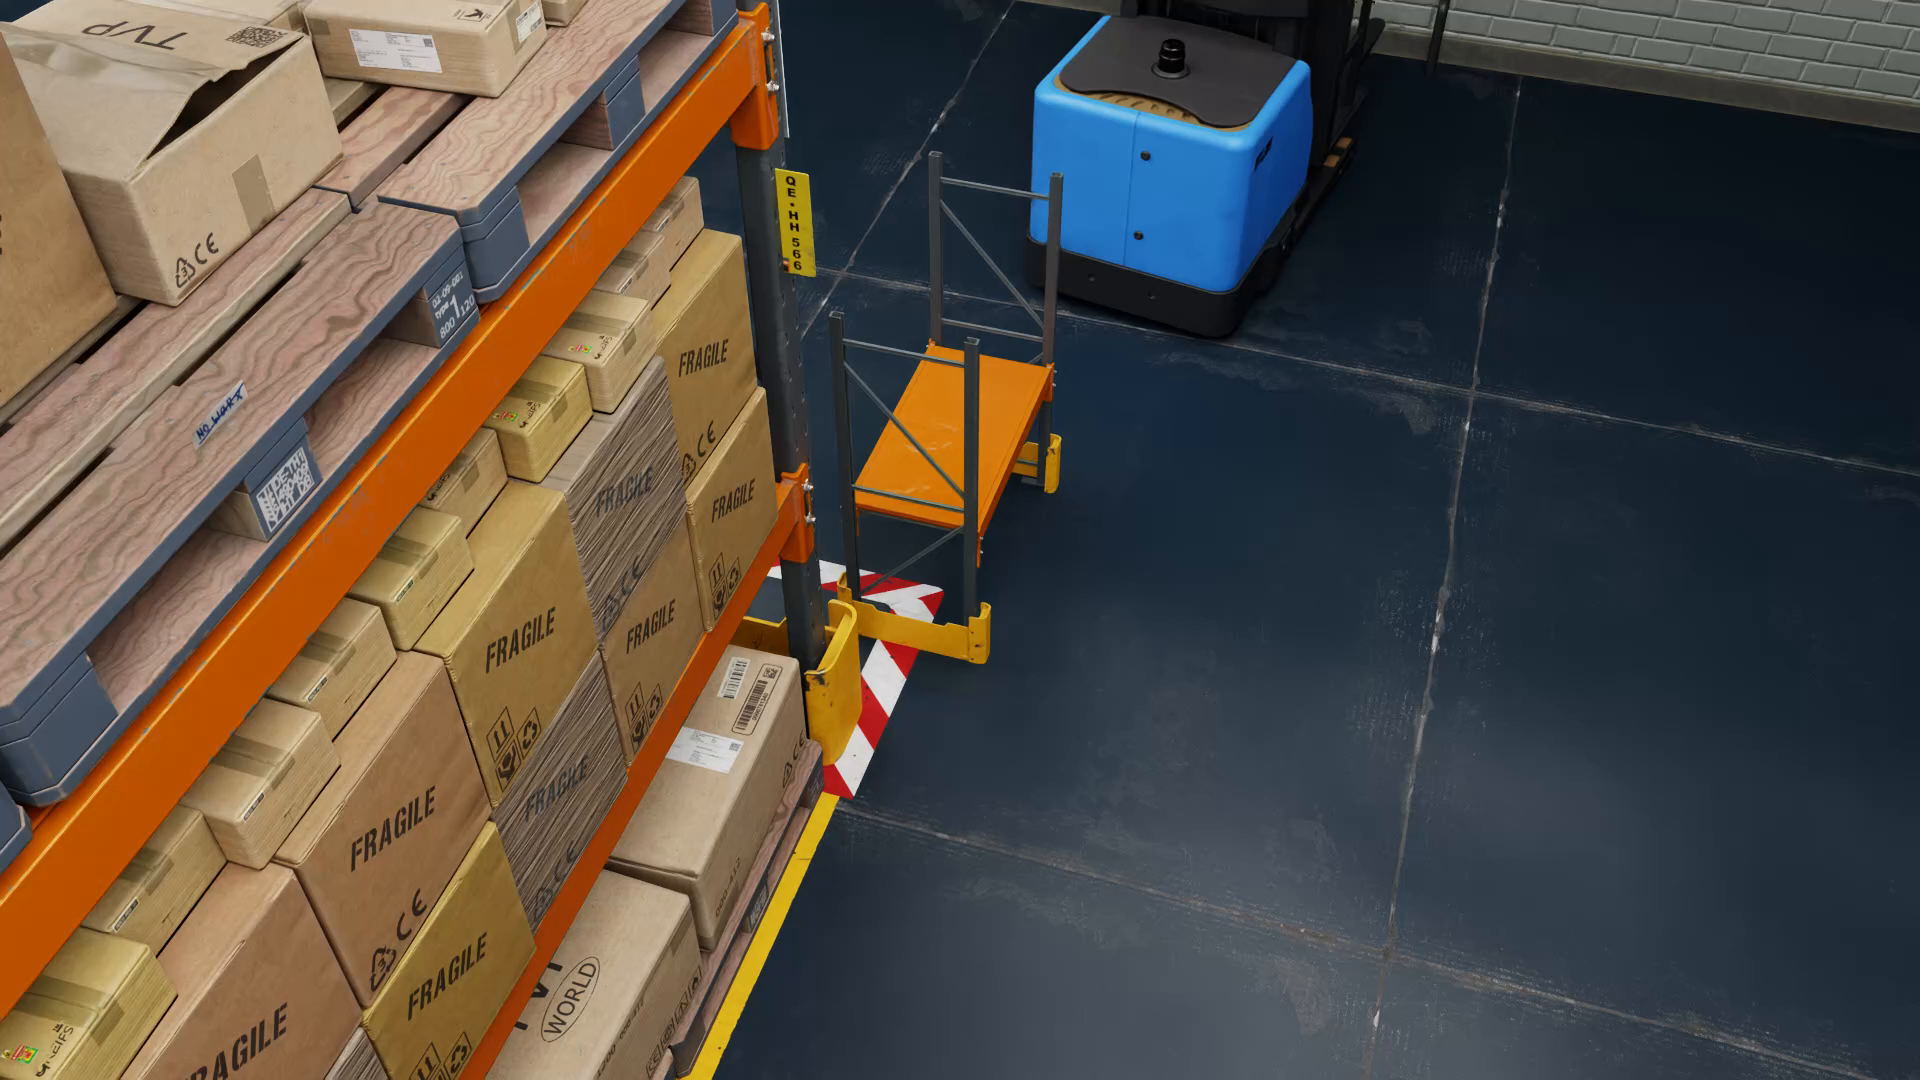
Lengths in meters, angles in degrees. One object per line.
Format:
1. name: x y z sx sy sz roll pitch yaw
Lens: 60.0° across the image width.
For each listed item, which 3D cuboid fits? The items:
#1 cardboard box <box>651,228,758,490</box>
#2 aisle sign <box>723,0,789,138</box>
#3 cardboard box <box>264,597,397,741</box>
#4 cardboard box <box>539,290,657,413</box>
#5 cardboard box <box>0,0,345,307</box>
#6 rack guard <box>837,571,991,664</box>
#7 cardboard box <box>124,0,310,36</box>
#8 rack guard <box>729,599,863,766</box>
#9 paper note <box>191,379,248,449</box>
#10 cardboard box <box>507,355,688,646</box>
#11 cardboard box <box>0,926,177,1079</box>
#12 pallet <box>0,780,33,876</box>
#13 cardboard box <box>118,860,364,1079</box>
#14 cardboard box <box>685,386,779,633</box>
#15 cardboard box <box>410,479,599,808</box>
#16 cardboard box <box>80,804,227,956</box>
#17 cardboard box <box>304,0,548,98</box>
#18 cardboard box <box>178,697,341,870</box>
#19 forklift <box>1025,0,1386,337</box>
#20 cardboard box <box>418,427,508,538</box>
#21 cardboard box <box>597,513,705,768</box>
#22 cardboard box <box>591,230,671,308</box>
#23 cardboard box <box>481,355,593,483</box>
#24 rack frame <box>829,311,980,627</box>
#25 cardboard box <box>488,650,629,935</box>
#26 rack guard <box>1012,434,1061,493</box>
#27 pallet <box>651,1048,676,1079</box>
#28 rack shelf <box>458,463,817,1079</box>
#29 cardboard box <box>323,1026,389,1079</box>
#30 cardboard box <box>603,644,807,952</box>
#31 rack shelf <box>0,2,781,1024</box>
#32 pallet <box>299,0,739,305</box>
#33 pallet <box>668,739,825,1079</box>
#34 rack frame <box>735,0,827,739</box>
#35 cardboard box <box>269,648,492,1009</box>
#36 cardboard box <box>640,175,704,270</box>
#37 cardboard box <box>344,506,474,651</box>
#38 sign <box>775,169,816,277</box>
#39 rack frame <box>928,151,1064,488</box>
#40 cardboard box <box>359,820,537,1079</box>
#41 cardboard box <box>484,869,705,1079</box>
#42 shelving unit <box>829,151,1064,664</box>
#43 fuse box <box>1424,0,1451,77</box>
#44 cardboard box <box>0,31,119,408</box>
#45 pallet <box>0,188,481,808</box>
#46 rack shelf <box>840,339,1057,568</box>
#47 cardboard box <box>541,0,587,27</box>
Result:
1. cardboard box: -0.877 -0.498 4.327 0.500 0.500 0.500 14 46 14
2. aisle sign: -0.641 -1.388 4.165 0.394 0.787 0.004 13 46 13
3. cardboard box: -1.307 0.214 3.137 0.380 0.149 0.250 14 46 14
4. cardboard box: -0.928 -0.455 3.821 0.380 0.149 0.250 12 46 12
5. cardboard box: -1.459 -0.715 2.883 0.500 0.311 0.500 13 46 13
6. rack guard: -0.174 0.293 6.271 0.587 0.250 0.087 13 46 13
7. cardboard box: -1.507 -0.968 3.258 0.380 0.149 0.250 14 46 14
8. rack guard: -0.951 0.401 5.983 1.175 0.500 0.348 13 46 13
9. paper note: -1.039 -0.176 2.338 0.006 0.032 0.123 13 46 13
10. cardboard box: -1.007 -0.143 3.965 0.500 0.500 0.500 13 46 13
11. cardboard box: -1.485 0.732 2.607 0.380 0.149 0.250 11 46 11
12. pallet: -1.911 0.606 1.904 1.003 0.211 1.213 13 46 13
13. cardboard box: -1.469 0.856 2.944 0.500 0.500 0.500 13 46 13
14. cardboard box: -0.852 -0.134 4.671 0.500 0.500 0.500 13 46 13
15. cardboard box: -1.160 0.186 3.629 0.500 0.500 0.500 12 46 12
16. cardboard box: -1.487 0.548 2.796 0.380 0.149 0.250 12 46 12
17. cardboard box: -1.059 -1.029 3.320 0.380 0.149 0.250 9 45 9
18. cardboard box: -1.347 0.398 2.948 0.380 0.149 0.250 13 46 13
19. forklift: 1.429 -3.009 7.729 1.130 2.935 3.031 20 48 19
20. cardboard box: -1.190 -0.137 3.495 0.380 0.149 0.250 12 46 12
21. cardboard box: -1.018 0.197 4.333 0.500 0.500 0.500 12 46 12
22. cardboard box: -0.930 -0.645 4.015 0.380 0.149 0.250 13 46 13
23. cardboard box: -1.043 -0.296 3.658 0.380 0.149 0.250 14 46 13
24. rack frame: -0.180 -0.140 5.821 0.500 1.500 0.032 13 46 13
25. cardboard box: -1.164 0.542 3.980 0.500 0.500 0.500 14 46 14
26. rack guard: 0.128 -0.370 6.950 0.587 0.250 0.087 13 46 13
27. pallet: -1.497 1.880 4.677 1.003 0.211 1.213 13 46 12
28. rack shelf: -1.563 1.114 3.981 1.077 0.370 4.000 13 46 13
29. cardboard box: -1.464 1.232 3.275 0.500 0.500 0.500 13 46 13
30. cardboard box: -1.062 0.750 5.370 0.875 0.438 0.875 11 45 11
31. rack shelf: -1.563 0.042 2.932 1.077 0.370 4.000 13 46 13
32. pallet: -1.173 -1.020 3.566 1.003 0.211 1.213 13 46 13
33. pallet: -1.125 1.070 5.506 1.003 0.211 1.213 13 46 13
34. rack frame: -0.958 -0.476 5.092 1.000 3.000 0.127 13 46 13
35. cardboard box: -1.314 0.521 3.287 0.500 0.500 0.500 12 46 12
36. cardboard box: -0.876 -0.820 4.193 0.380 0.149 0.250 13 46 13
37. cardboard box: -1.210 0.043 3.312 0.380 0.149 0.250 14 46 13
38. sign: -0.445 -0.851 4.477 0.100 0.325 0.005 13 46 13
39. rack frame: 0.128 -0.818 6.514 0.500 1.500 0.032 13 46 13
40. cardboard box: -1.308 0.889 3.626 0.500 0.500 0.500 14 46 14
41. cardboard box: -1.332 1.362 4.745 0.875 0.438 0.875 14 46 14
42. shelving unit: -0.023 -0.485 6.174 0.587 1.500 1.083 13 46 13
43. fuse box: 2.685 -3.237 8.835 0.539 1.711 0.414 13 46 13
44. cardboard box: -1.711 -0.458 2.485 0.500 0.500 0.500 13 46 13
45. pallet: -1.540 -0.204 2.733 1.003 0.211 1.213 13 46 13
46. rack shelf: -0.026 -0.351 6.293 0.538 0.185 1.000 13 46 13
47. cardboard box: -1.008 -1.362 3.588 0.500 0.250 0.500 9 45 9
